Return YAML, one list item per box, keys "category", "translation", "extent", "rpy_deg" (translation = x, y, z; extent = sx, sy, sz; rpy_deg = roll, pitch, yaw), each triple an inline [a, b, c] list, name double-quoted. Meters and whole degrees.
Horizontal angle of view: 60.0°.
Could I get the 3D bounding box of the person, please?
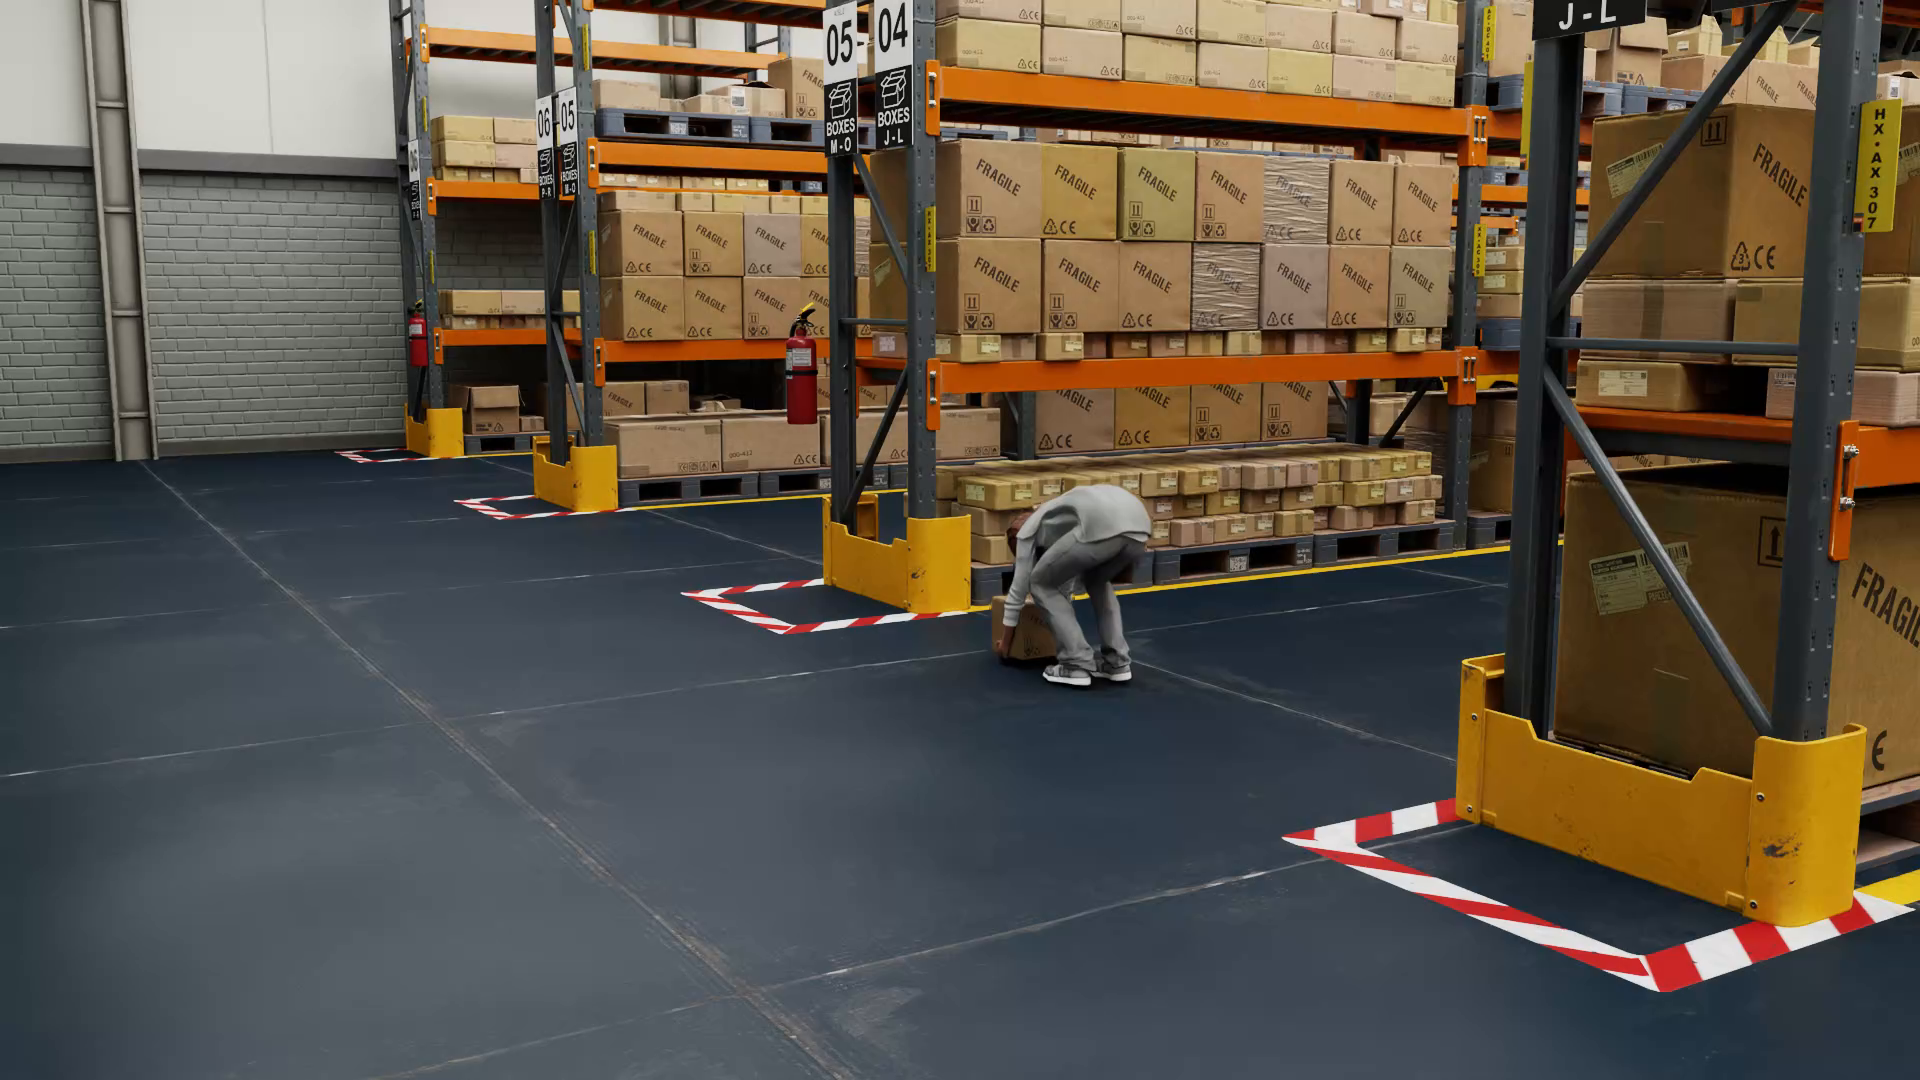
- category: "person"
  translation: [0.475, 0.170, 7.243]
  extent: [0.426, 0.860, 0.853]
  rpy_deg: [-6, 10, -34]
